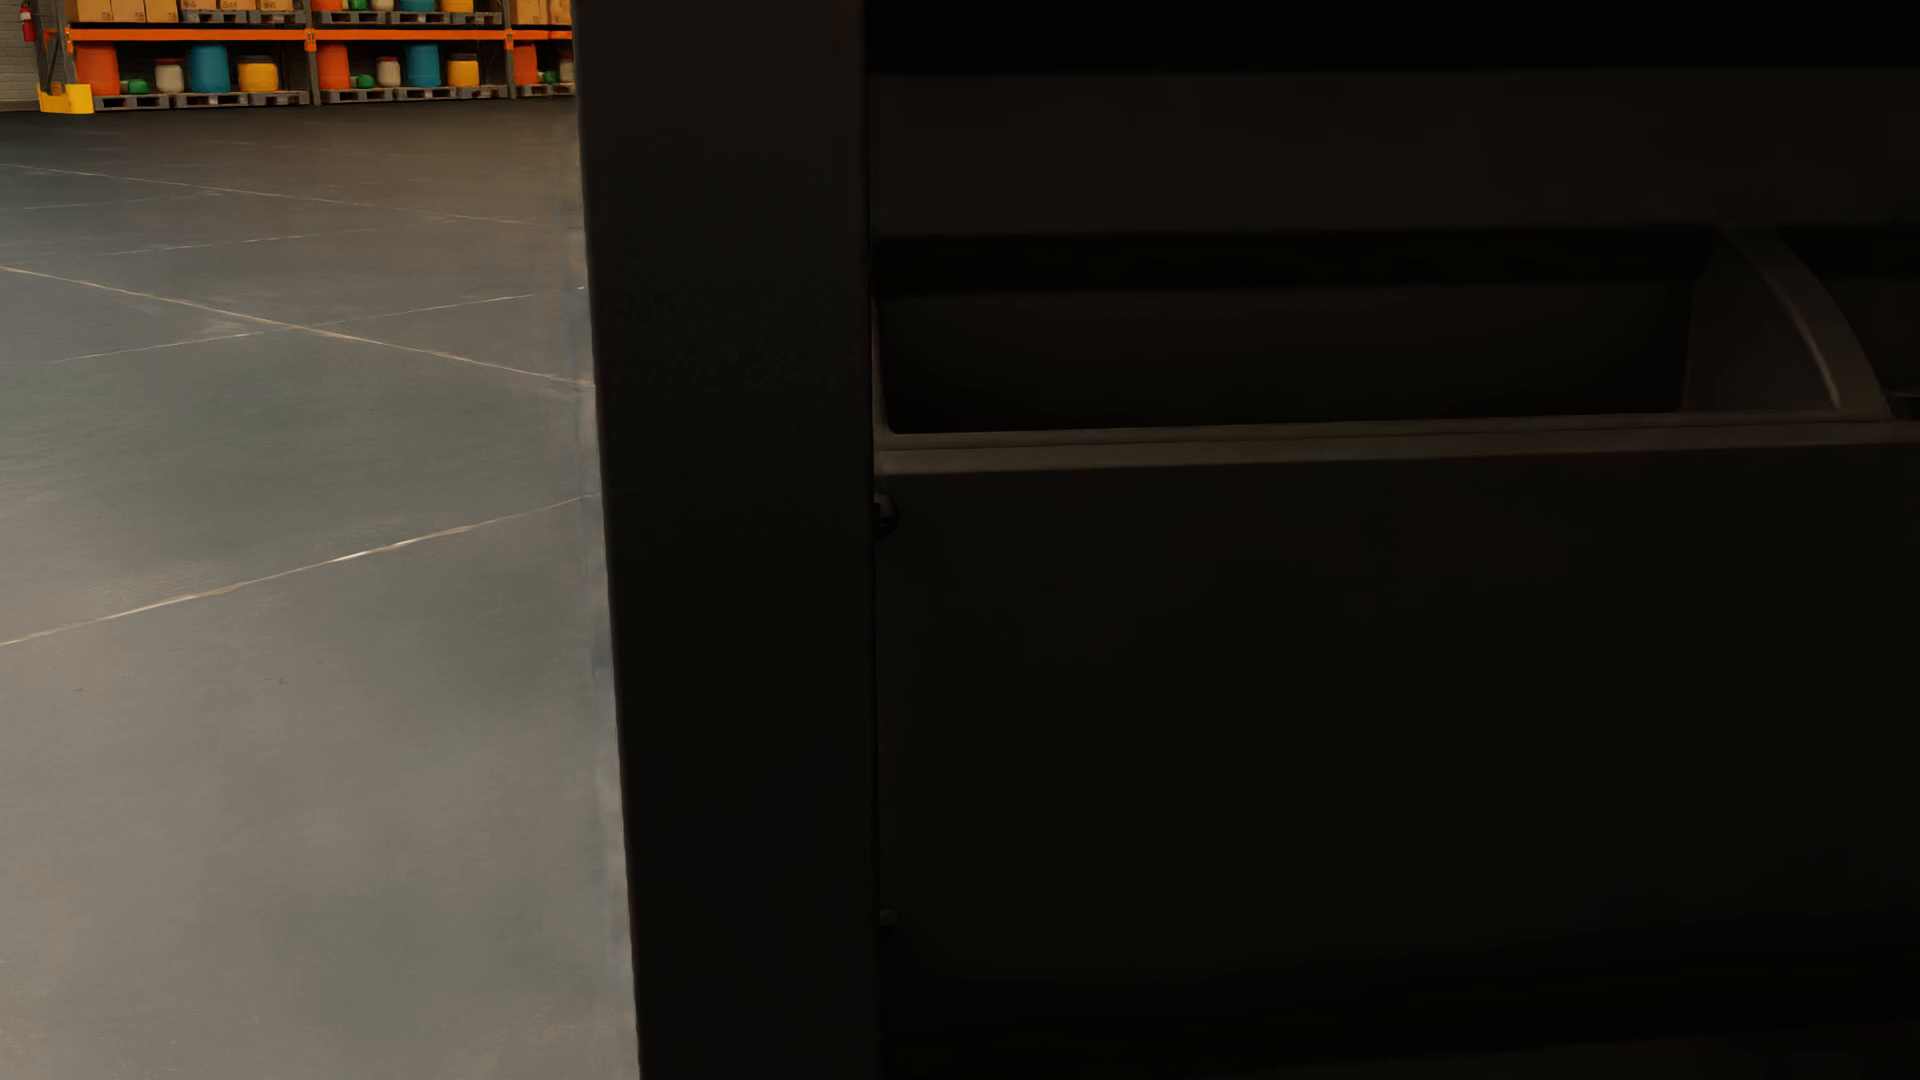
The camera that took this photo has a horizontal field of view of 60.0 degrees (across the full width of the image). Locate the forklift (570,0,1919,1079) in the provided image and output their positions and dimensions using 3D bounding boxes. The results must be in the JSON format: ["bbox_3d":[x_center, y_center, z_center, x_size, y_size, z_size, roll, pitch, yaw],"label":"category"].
[{"bbox_3d":[0.424,-0.469,0.442,1.130,2.935,3.031,-2,17,-7],"label":"forklift"}]
